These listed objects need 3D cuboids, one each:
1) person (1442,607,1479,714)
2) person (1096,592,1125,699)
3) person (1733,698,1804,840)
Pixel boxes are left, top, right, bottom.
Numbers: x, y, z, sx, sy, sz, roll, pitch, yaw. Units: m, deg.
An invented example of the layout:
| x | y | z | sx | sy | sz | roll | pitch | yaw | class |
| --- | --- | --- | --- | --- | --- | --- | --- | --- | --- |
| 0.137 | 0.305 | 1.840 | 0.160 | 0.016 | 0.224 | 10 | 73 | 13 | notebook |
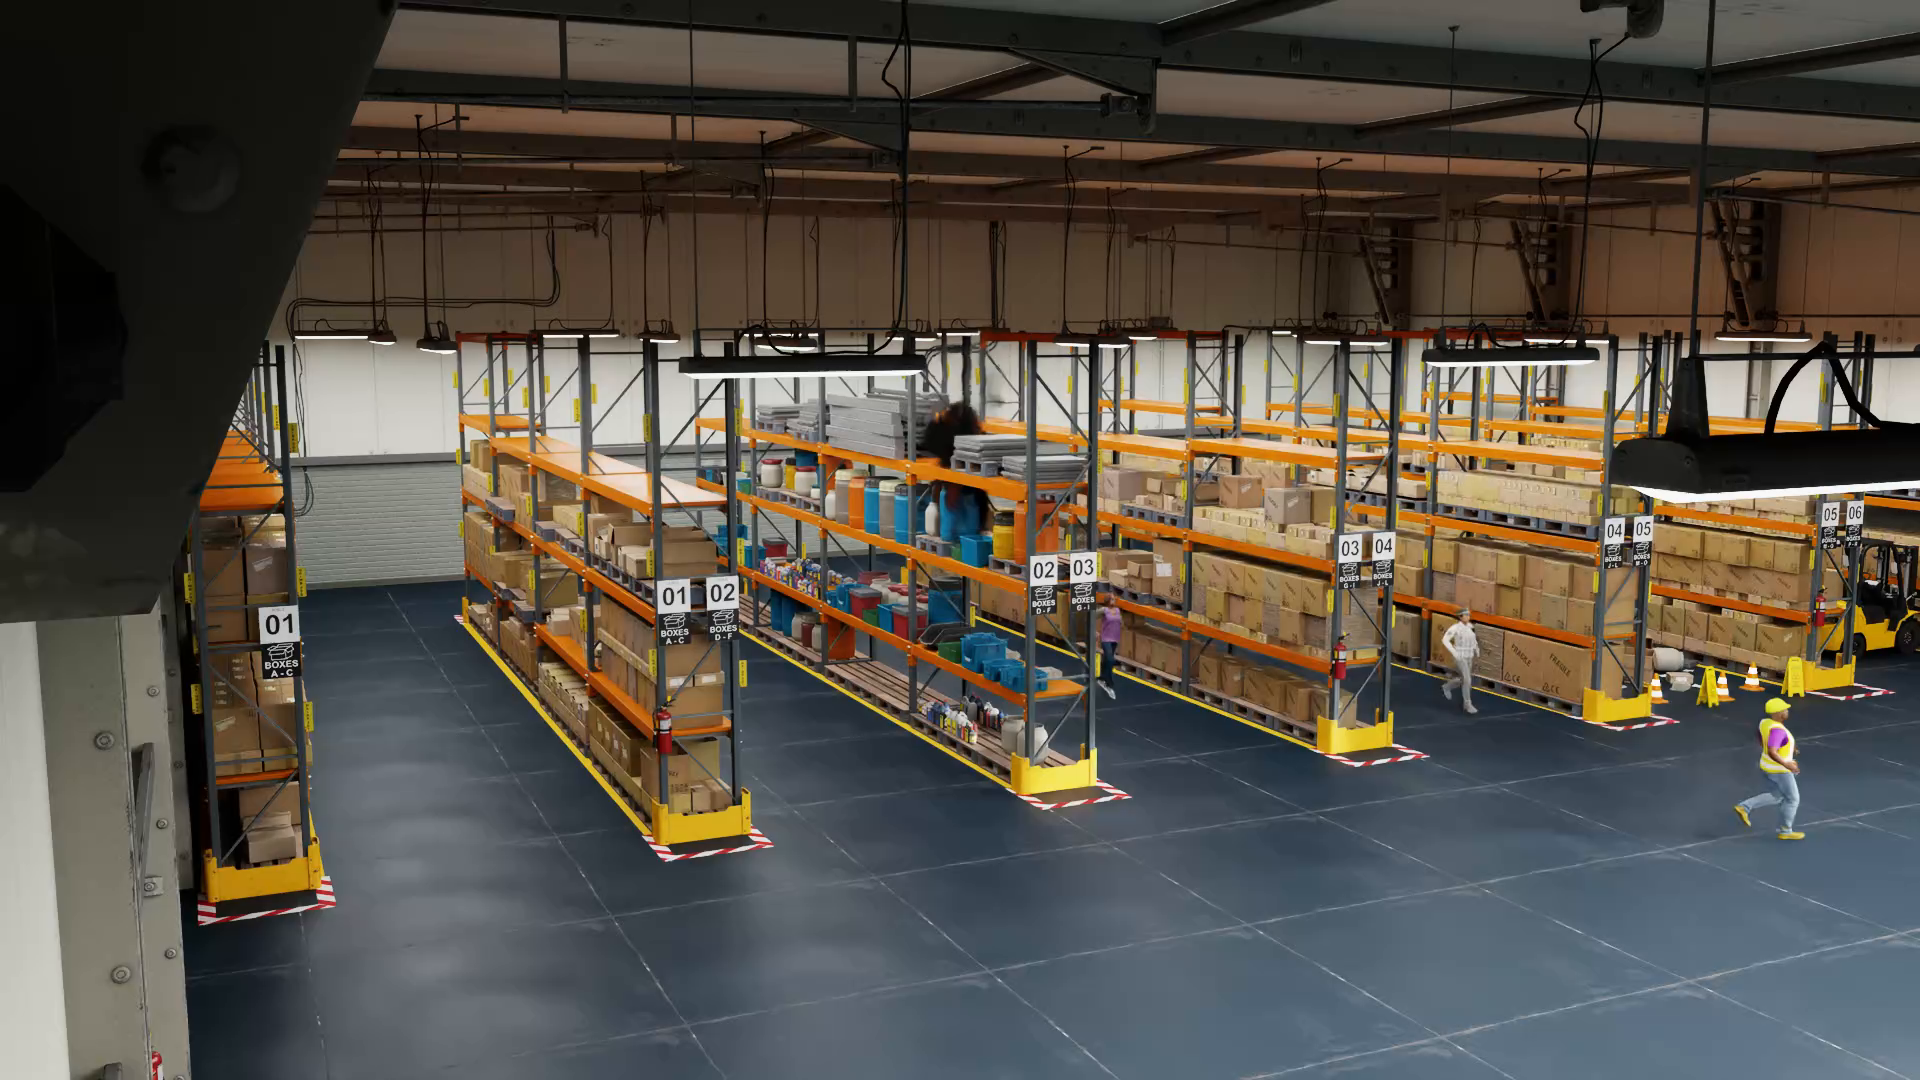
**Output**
| x | y | z | sx | sy | sz | roll | pitch | yaw | class |
| --- | --- | --- | --- | --- | --- | --- | --- | --- | --- |
| 8.079 | 1.897 | 26.823 | 0.626 | 1.693 | 0.781 | -5 | 9 | -31 | person |
| 2.399 | 1.675 | 26.649 | 0.503 | 1.689 | 0.684 | -6 | 10 | -38 | person |
| 9.864 | 2.770 | 20.154 | 0.795 | 1.733 | 0.712 | 1 | 8 | 8 | person |
